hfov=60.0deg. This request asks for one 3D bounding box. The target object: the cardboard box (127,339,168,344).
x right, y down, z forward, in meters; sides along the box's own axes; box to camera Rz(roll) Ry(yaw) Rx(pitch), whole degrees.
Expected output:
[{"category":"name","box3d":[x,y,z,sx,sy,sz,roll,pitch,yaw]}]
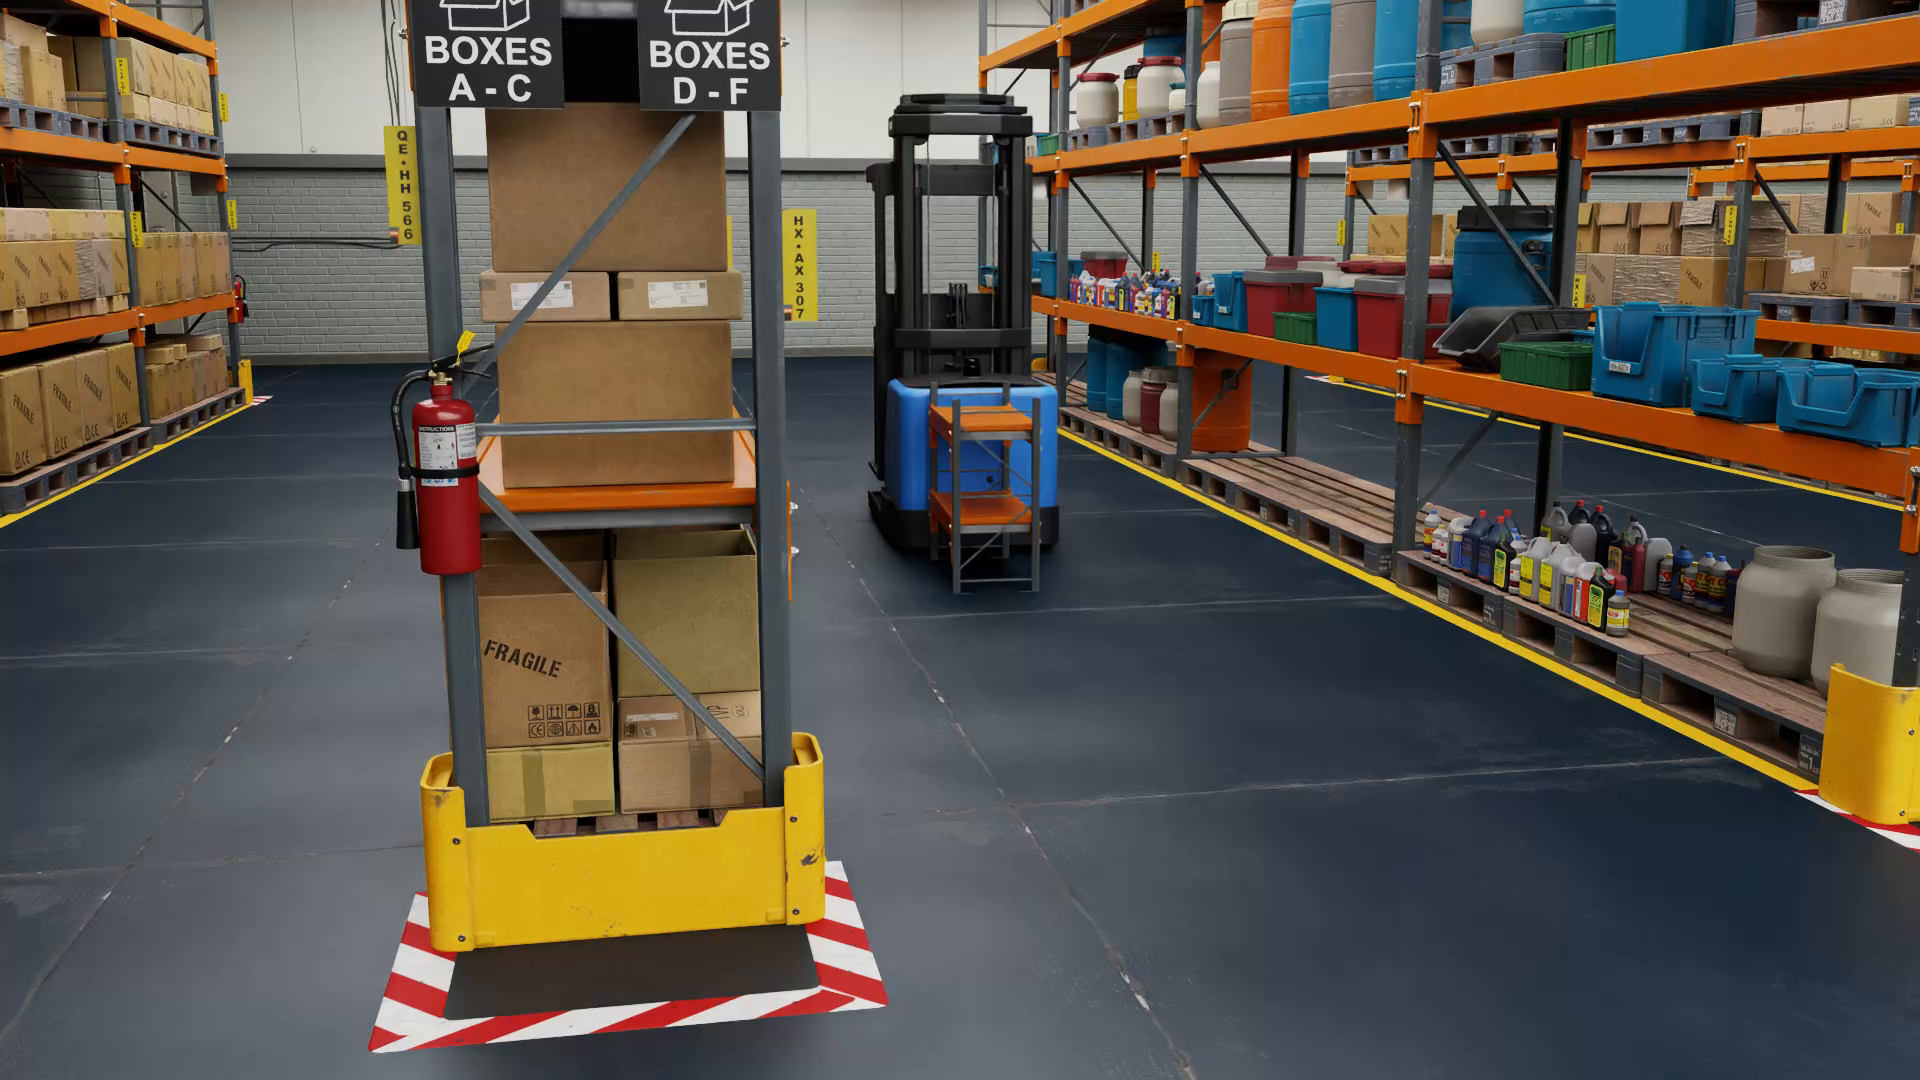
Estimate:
[{"category":"cardboard box","box3d":[-8.774,-2.079,17.926,0.380,0.149,0.250,-2,11,-10]}]

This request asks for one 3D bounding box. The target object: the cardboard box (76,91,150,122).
[{"category":"cardboard box","box3d":[-8.084,-4.135,15.887,0.500,0.250,0.500,-2,11,-11]}]

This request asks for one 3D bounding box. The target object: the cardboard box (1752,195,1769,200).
[{"category":"cardboard box","box3d":[10.486,-4.185,21.425,0.500,0.500,0.500,-2,11,-12]}]

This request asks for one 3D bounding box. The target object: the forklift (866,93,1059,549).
[{"category":"forklift","box3d":[-0.079,-1.611,11.821,1.130,2.935,3.031,-2,11,-8]}]

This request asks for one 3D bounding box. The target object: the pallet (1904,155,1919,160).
[{"category":"pallet","box3d":[11.269,-4.310,18.297,1.213,0.211,1.003,-2,11,-11]}]

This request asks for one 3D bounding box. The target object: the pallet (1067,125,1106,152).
[{"category":"pallet","box3d":[1.758,-3.944,16.379,1.213,0.211,1.003,-2,11,-11]}]

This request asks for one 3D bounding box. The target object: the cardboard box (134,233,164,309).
[{"category":"cardboard box","box3d":[-8.297,-2.591,15.983,0.980,0.700,0.700,-2,11,-10]}]

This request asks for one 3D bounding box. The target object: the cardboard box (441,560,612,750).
[{"category":"cardboard box","box3d":[-1.412,0.365,5.480,0.500,0.500,0.500,-2,11,-11]}]

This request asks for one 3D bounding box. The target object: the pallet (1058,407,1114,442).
[{"category":"pallet","box3d":[1.619,-1.191,16.887,1.003,0.211,1.213,-2,11,-11]}]

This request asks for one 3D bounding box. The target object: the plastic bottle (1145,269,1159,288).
[{"category":"plastic bottle","box3d":[1.904,-2.483,16.354,0.144,0.351,0.185,-2,11,-11]}]

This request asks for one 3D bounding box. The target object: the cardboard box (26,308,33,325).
[{"category":"cardboard box","box3d":[-7.505,-1.752,12.998,0.380,0.149,0.250,-2,11,-10]}]

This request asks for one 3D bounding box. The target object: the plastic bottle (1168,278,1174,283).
[{"category":"plastic bottle","box3d":[2.073,-2.423,16.234,0.152,0.276,0.135,-2,11,-11]}]

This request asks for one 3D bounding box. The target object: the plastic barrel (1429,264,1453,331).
[{"category":"plastic barrel","box3d":[3.095,-1.486,10.620,0.433,0.535,0.433,0,11,0]}]

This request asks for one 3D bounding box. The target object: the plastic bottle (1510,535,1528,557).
[{"category":"plastic bottle","box3d":[2.918,0.111,8.710,0.097,0.271,0.097,0,11,0]}]

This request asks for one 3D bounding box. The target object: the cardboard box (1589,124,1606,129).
[{"category":"cardboard box","box3d":[6.511,-4.162,16.565,0.380,0.149,0.250,-3,11,-13]}]

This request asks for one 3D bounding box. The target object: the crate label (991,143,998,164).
[{"category":"crate label","box3d":[0.594,-4.657,20.015,0.408,0.251,0.502,-2,11,-11]}]

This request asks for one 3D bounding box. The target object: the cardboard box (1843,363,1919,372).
[{"category":"cardboard box","box3d":[7.419,-1.288,13.444,0.500,0.250,0.500,-1,11,-5]}]

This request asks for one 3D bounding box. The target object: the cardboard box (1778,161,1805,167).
[{"category":"cardboard box","box3d":[10.613,-4.802,20.780,0.500,0.250,0.500,-2,11,-11]}]

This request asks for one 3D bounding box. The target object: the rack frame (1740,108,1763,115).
[{"category":"rack frame","box3d":[7.146,-5.097,13.909,1.000,3.000,0.127,-2,11,-11]}]

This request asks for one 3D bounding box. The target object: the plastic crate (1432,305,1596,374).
[{"category":"plastic crate","box3d":[3.043,-1.105,9.146,0.767,0.338,0.504,-2,11,-11]}]

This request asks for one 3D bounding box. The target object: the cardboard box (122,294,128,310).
[{"category":"cardboard box","box3d":[-7.864,-2.178,15.235,0.380,0.149,0.250,-2,11,-10]}]

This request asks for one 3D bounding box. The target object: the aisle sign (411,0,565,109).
[{"category":"aisle sign","box3d":[-1.291,-1.578,4.510,0.394,0.787,0.004,-2,11,-11]}]

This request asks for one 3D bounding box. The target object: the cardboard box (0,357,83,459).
[{"category":"cardboard box","box3d":[-7.608,-1.060,13.372,0.750,0.750,0.750,-2,11,-11]}]

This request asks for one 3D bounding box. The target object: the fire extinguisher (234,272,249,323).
[{"category":"fire extinguisher","box3d":[-8.563,-2.900,19.615,0.296,0.674,0.183,-2,11,-11]}]

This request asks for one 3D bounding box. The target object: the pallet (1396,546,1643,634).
[{"category":"pallet","box3d":[3.156,0.258,9.275,1.003,0.211,1.213,-2,11,-11]}]

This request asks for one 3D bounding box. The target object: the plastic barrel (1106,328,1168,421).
[{"category":"plastic barrel","box3d":[1.737,-1.649,16.325,0.600,0.901,0.708,-2,11,-11]}]

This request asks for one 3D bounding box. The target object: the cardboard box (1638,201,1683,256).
[{"category":"cardboard box","box3d":[6.896,-2.946,15.703,0.797,0.503,0.637,-2,11,-10]}]

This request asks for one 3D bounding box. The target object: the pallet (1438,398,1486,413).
[{"category":"pallet","box3d":[6.297,-1.656,19.333,1.003,0.211,1.213,-2,11,-11]}]

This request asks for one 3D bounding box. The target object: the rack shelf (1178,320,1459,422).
[{"category":"rack shelf","box3d":[2.677,-1.250,11.664,1.077,0.370,4.000,-2,11,-11]}]

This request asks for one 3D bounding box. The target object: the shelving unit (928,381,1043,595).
[{"category":"shelving unit","box3d":[0.135,-0.339,9.970,0.538,1.125,1.048,-2,11,-8]}]

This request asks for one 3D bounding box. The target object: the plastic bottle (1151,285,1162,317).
[{"category":"plastic bottle","box3d":[1.703,-2.065,14.369,0.097,0.271,0.097,0,11,0]}]

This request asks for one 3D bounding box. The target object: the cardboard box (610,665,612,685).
[{"category":"cardboard box","box3d":[-1.519,0.642,6.030,0.500,0.250,0.500,-2,11,-11]}]

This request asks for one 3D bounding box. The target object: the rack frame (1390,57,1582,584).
[{"category":"rack frame","box3d":[3.066,-1.236,9.669,1.000,3.000,0.127,-2,11,-11]}]

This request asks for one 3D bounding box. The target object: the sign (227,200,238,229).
[{"category":"sign","box3d":[-8.451,-3.779,19.300,0.100,0.325,0.005,-2,11,-11]}]

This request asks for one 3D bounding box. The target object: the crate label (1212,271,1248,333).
[{"category":"crate label","box3d":[2.216,-1.795,12.511,0.502,0.435,0.616,-2,11,-11]}]

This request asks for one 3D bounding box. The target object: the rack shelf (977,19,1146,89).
[{"category":"rack shelf","box3d":[1.121,-5.468,18.849,1.077,0.370,4.000,-2,11,-11]}]

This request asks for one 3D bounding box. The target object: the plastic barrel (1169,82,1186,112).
[{"category":"plastic barrel","box3d":[1.936,-3.773,14.222,0.301,0.262,0.301,0,11,0]}]

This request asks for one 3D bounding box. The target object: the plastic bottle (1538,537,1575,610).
[{"category":"plastic bottle","box3d":[2.971,0.159,8.248,0.144,0.351,0.185,-2,11,-9]}]

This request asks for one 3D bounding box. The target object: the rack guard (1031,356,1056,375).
[{"category":"rack guard","box3d":[0.715,-2.213,21.487,1.175,0.500,0.348,-2,11,-11]}]

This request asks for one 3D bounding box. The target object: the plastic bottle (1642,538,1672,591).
[{"category":"plastic bottle","box3d":[3.602,0.118,8.664,0.152,0.276,0.135,-2,11,-10]}]

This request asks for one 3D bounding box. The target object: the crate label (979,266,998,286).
[{"category":"crate label","box3d":[0.457,-3.327,20.942,0.416,0.233,0.303,-2,11,-11]}]

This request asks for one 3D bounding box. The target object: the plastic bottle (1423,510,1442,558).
[{"category":"plastic bottle","box3d":[2.698,-0.038,9.493,0.097,0.271,0.097,0,11,0]}]

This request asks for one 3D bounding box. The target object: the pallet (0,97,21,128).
[{"category":"pallet","box3d":[-7.607,-3.107,11.978,1.213,0.211,1.003,-2,11,-8]}]

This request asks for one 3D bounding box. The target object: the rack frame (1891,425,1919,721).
[{"category":"rack frame","box3d":[3.844,-0.503,5.815,1.000,3.000,0.127,-2,11,-11]}]

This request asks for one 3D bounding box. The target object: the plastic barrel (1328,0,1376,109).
[{"category":"plastic barrel","box3d":[2.627,-3.161,10.421,0.600,0.901,0.600,0,11,0]}]

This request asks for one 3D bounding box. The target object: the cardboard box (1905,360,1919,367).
[{"category":"cardboard box","box3d":[11.497,-2.076,19.785,0.380,0.149,0.250,-2,11,-8]}]

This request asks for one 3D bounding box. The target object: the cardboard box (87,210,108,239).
[{"category":"cardboard box","box3d":[-7.776,-2.746,14.480,0.500,0.250,0.500,-2,11,-10]}]

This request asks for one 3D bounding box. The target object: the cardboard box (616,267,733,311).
[{"category":"cardboard box","box3d":[-0.935,-0.819,5.475,0.380,0.149,0.250,-2,11,-12]}]

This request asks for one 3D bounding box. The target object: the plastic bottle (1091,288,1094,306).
[{"category":"plastic bottle","box3d":[1.331,-2.382,16.221,0.097,0.201,0.097,0,11,0]}]

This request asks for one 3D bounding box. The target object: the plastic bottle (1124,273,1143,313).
[{"category":"plastic bottle","box3d":[1.578,-2.245,15.099,0.144,0.351,0.185,-2,11,-11]}]

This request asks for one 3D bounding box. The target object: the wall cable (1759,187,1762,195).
[{"category":"wall cable","box3d":[14.191,-5.525,29.403,0.585,1.953,0.123,-2,11,-11]}]

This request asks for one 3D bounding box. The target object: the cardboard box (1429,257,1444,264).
[{"category":"cardboard box","box3d":[5.823,-3.216,19.676,0.500,0.250,0.500,-2,11,-10]}]

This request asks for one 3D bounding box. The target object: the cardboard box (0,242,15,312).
[{"category":"cardboard box","box3d":[-7.273,-1.913,12.109,0.500,0.500,0.500,-2,11,-9]}]

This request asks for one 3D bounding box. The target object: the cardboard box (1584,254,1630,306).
[{"category":"cardboard box","box3d":[6.514,-2.561,16.361,0.500,0.500,0.500,-2,11,-10]}]

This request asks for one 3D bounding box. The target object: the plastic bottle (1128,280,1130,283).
[{"category":"plastic bottle","box3d":[1.566,-2.241,15.263,0.061,0.283,0.133,-2,11,-11]}]

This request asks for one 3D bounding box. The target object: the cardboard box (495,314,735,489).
[{"category":"cardboard box","box3d":[-1.094,-0.458,5.315,0.700,0.500,0.500,-2,11,-11]}]

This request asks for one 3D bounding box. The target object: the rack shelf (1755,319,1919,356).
[{"category":"rack shelf","box3d":[7.535,-1.430,12.610,1.077,0.370,4.000,-2,11,-11]}]
